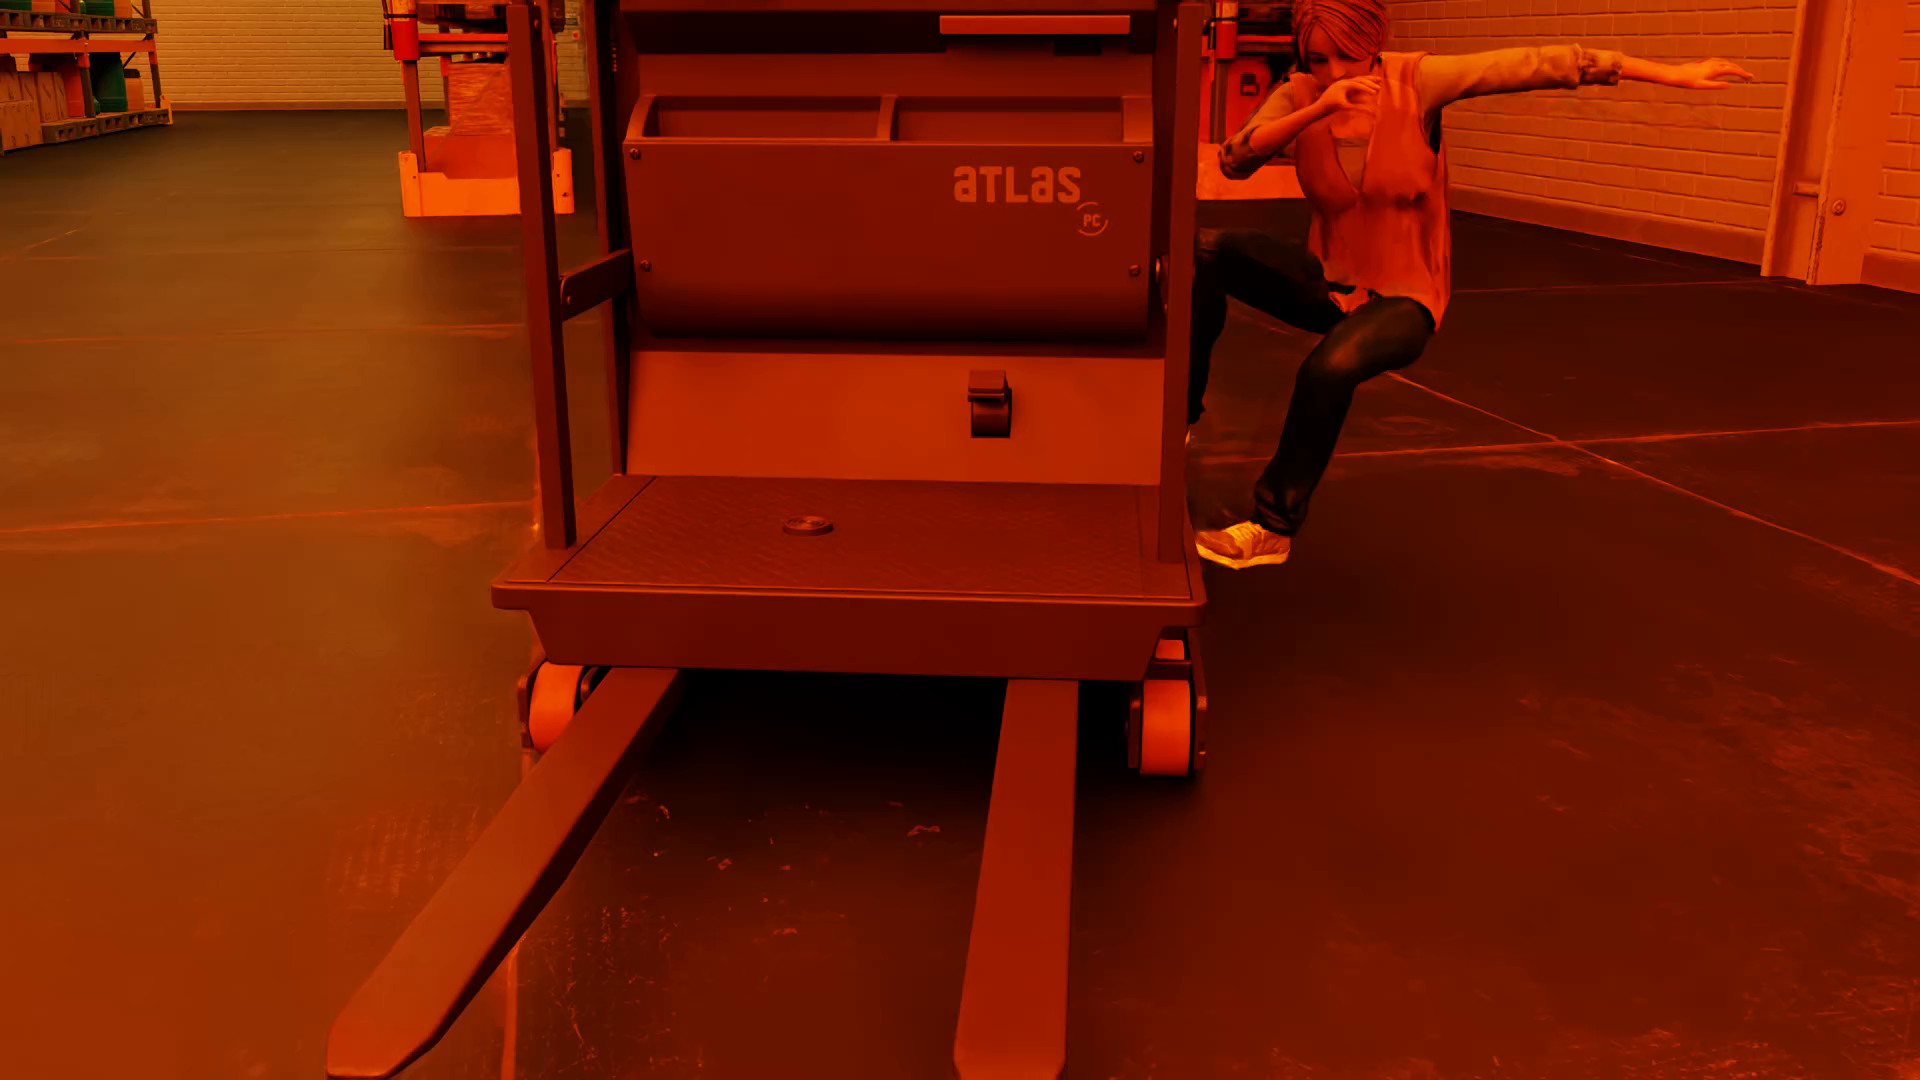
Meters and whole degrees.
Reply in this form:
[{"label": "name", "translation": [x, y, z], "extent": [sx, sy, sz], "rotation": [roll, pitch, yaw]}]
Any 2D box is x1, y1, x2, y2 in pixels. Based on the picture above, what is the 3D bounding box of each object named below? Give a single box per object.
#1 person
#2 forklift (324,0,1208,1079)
[{"label": "person", "translation": [0.914, -0.538, 3.503], "extent": [1.223, 1.214, 0.638], "rotation": [10, 19, 30]}, {"label": "forklift", "translation": [-0.139, -1.115, 2.620], "extent": [1.130, 2.935, 3.031], "rotation": [1, 17, 4]}]
